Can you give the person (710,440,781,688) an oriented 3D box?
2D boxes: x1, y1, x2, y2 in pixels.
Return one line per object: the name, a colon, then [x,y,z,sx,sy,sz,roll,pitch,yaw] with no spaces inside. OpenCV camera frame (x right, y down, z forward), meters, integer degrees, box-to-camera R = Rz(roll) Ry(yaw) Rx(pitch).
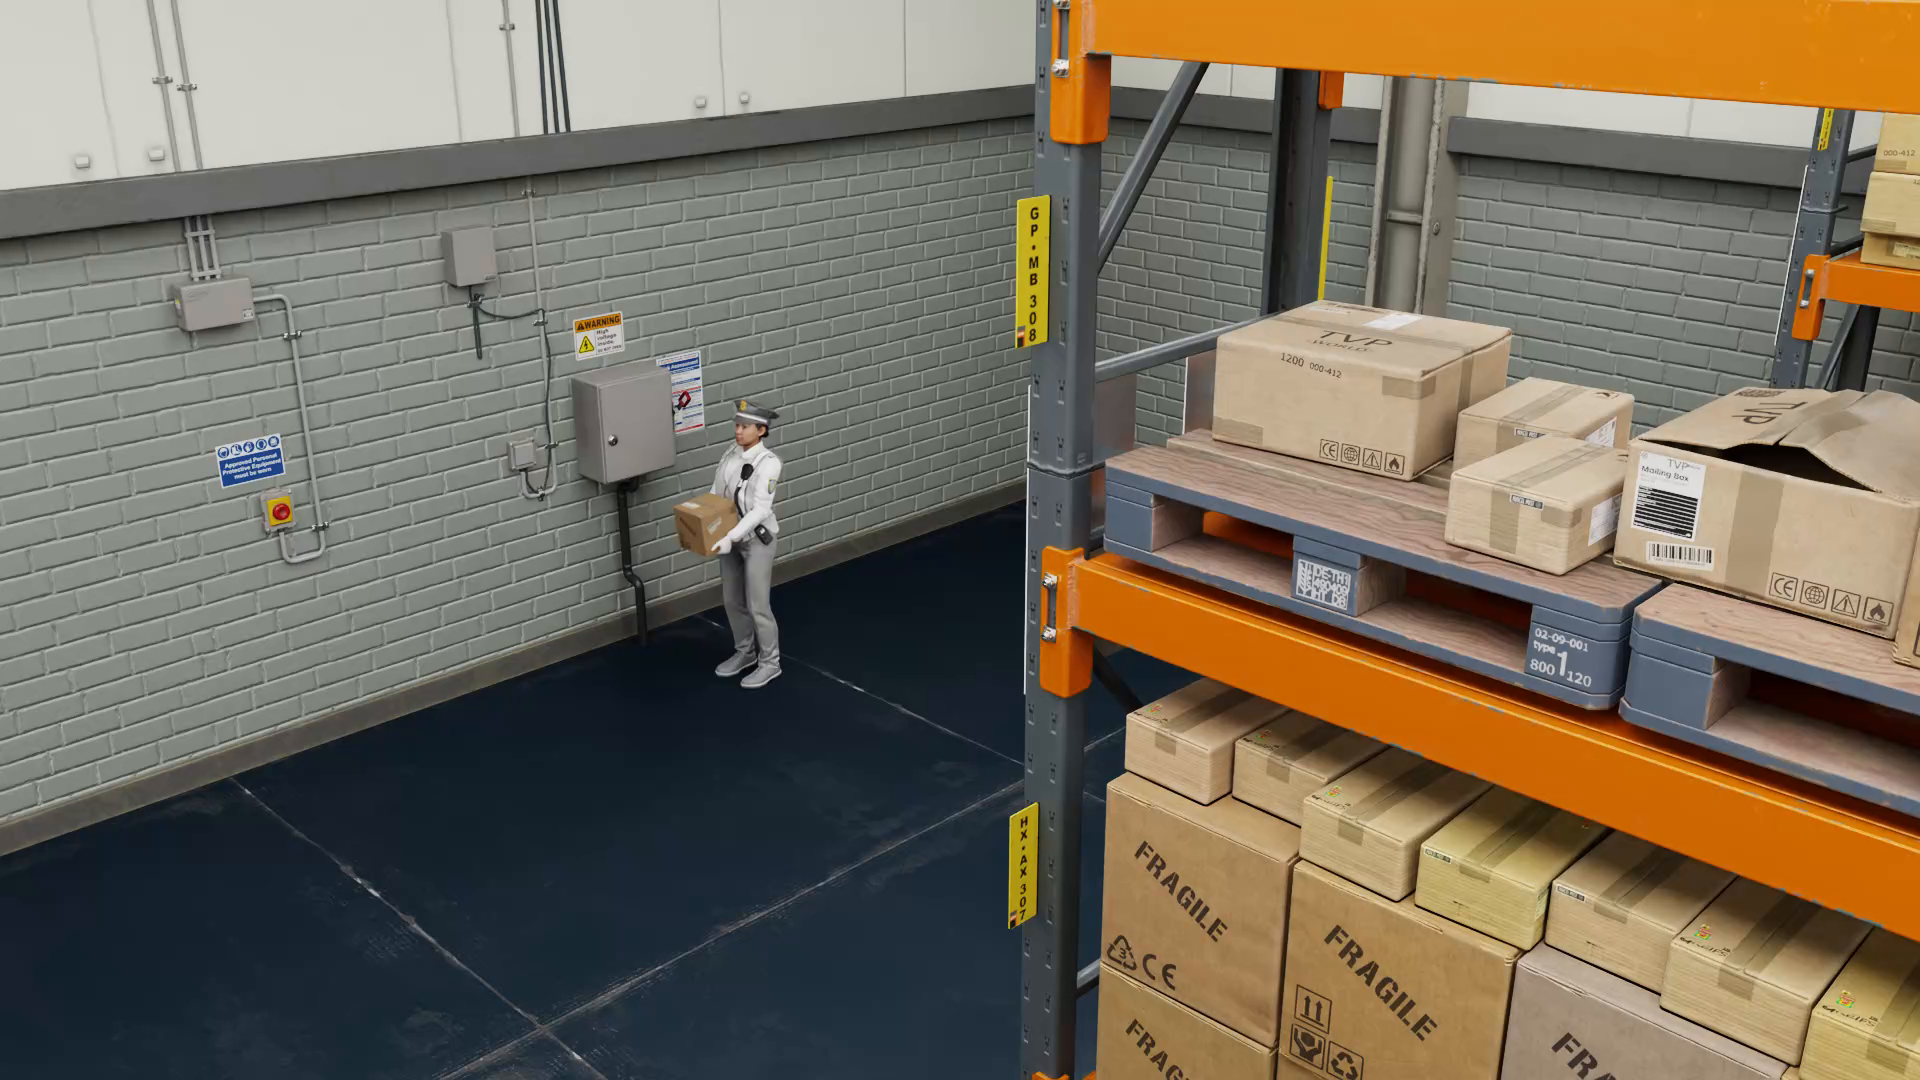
person: [-1.288,0.158,9.518,0.460,1.408,0.505,19,28,41]
